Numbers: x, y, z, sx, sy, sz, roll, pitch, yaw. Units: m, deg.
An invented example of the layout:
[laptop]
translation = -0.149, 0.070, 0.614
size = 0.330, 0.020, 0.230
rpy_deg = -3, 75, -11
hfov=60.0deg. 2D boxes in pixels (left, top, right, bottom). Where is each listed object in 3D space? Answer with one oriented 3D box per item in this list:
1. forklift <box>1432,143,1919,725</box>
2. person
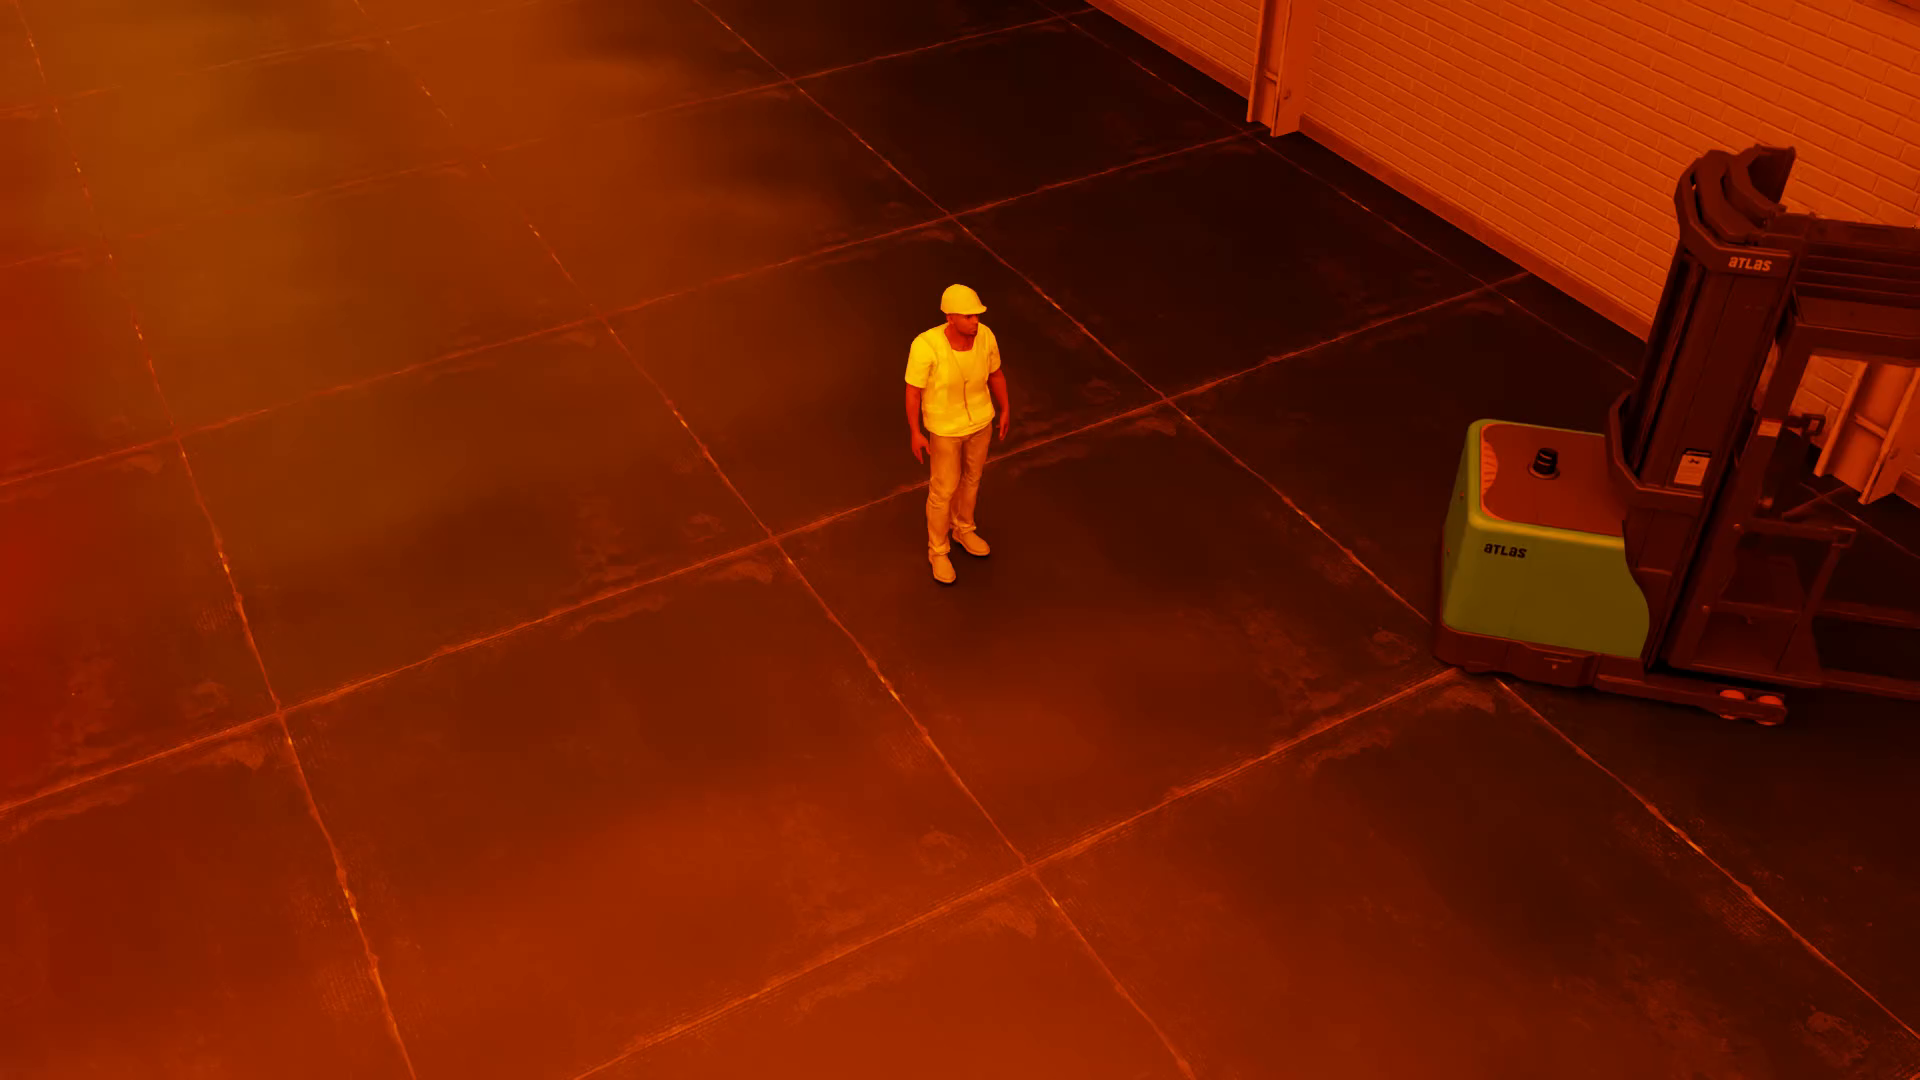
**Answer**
[forklift]
translation = 4.262, -0.489, 8.626
size = 3.031, 2.935, 1.130
rpy_deg = 9, 40, 10
[person]
translation = 0.030, -0.645, 9.715
size = 0.665, 1.768, 0.575
rpy_deg = -20, 44, -23
